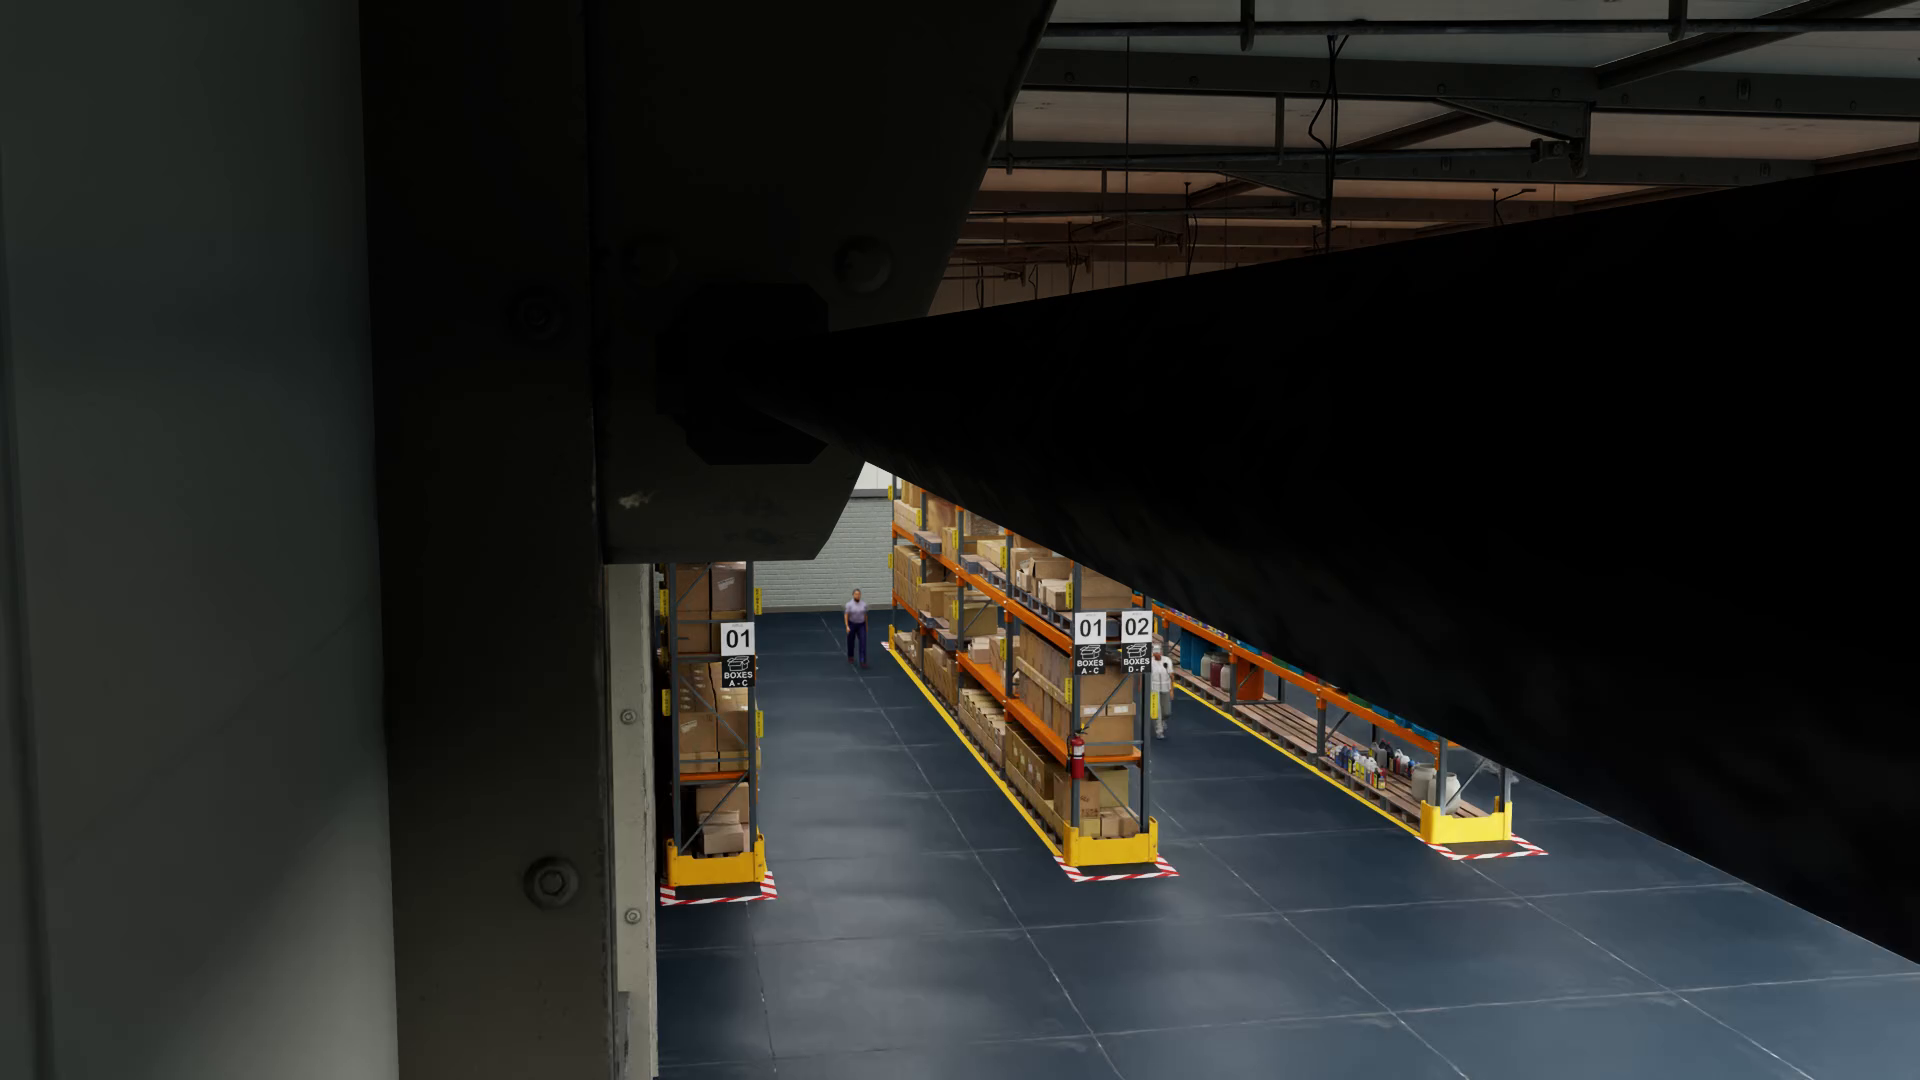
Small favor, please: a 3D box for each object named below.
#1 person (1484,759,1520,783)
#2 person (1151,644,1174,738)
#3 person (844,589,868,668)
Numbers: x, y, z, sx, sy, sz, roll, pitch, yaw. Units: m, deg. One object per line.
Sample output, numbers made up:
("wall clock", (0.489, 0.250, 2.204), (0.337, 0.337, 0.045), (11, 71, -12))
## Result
("person", (8.202, 2.783, 25.111), (0.514, 1.634, 0.917), (-2, 6, -18))
("person", (3.376, 2.516, 28.110), (0.474, 1.561, 0.960), (0, 6, -2))
("person", (-2.148, 1.816, 34.442), (0.512, 1.570, 1.053), (-1, 6, -12))
